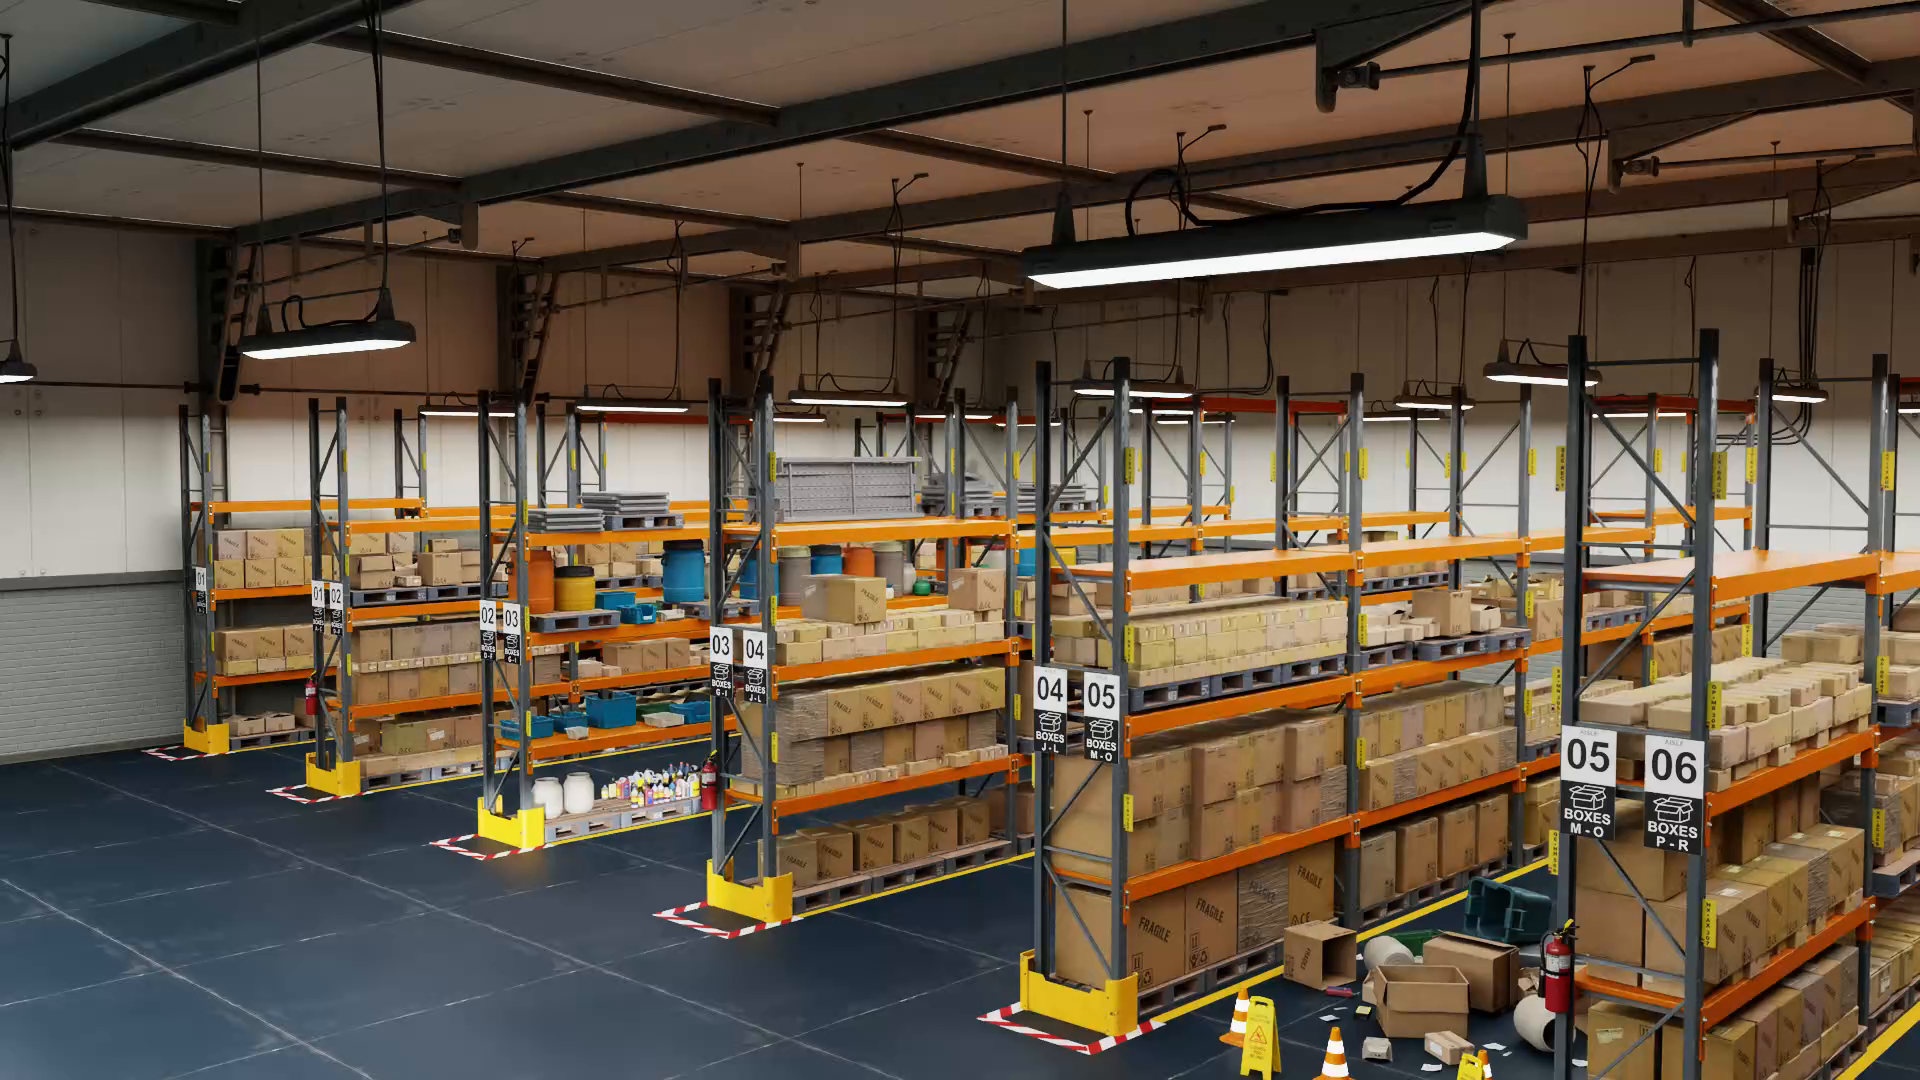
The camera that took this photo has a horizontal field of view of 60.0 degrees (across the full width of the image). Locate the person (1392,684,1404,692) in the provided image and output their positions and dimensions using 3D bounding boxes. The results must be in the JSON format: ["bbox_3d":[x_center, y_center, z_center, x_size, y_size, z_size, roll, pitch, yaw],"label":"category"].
[{"bbox_3d":[6.742,3.010,25.582,0.593,1.610,0.693,3,4,42],"label":"person"}]
